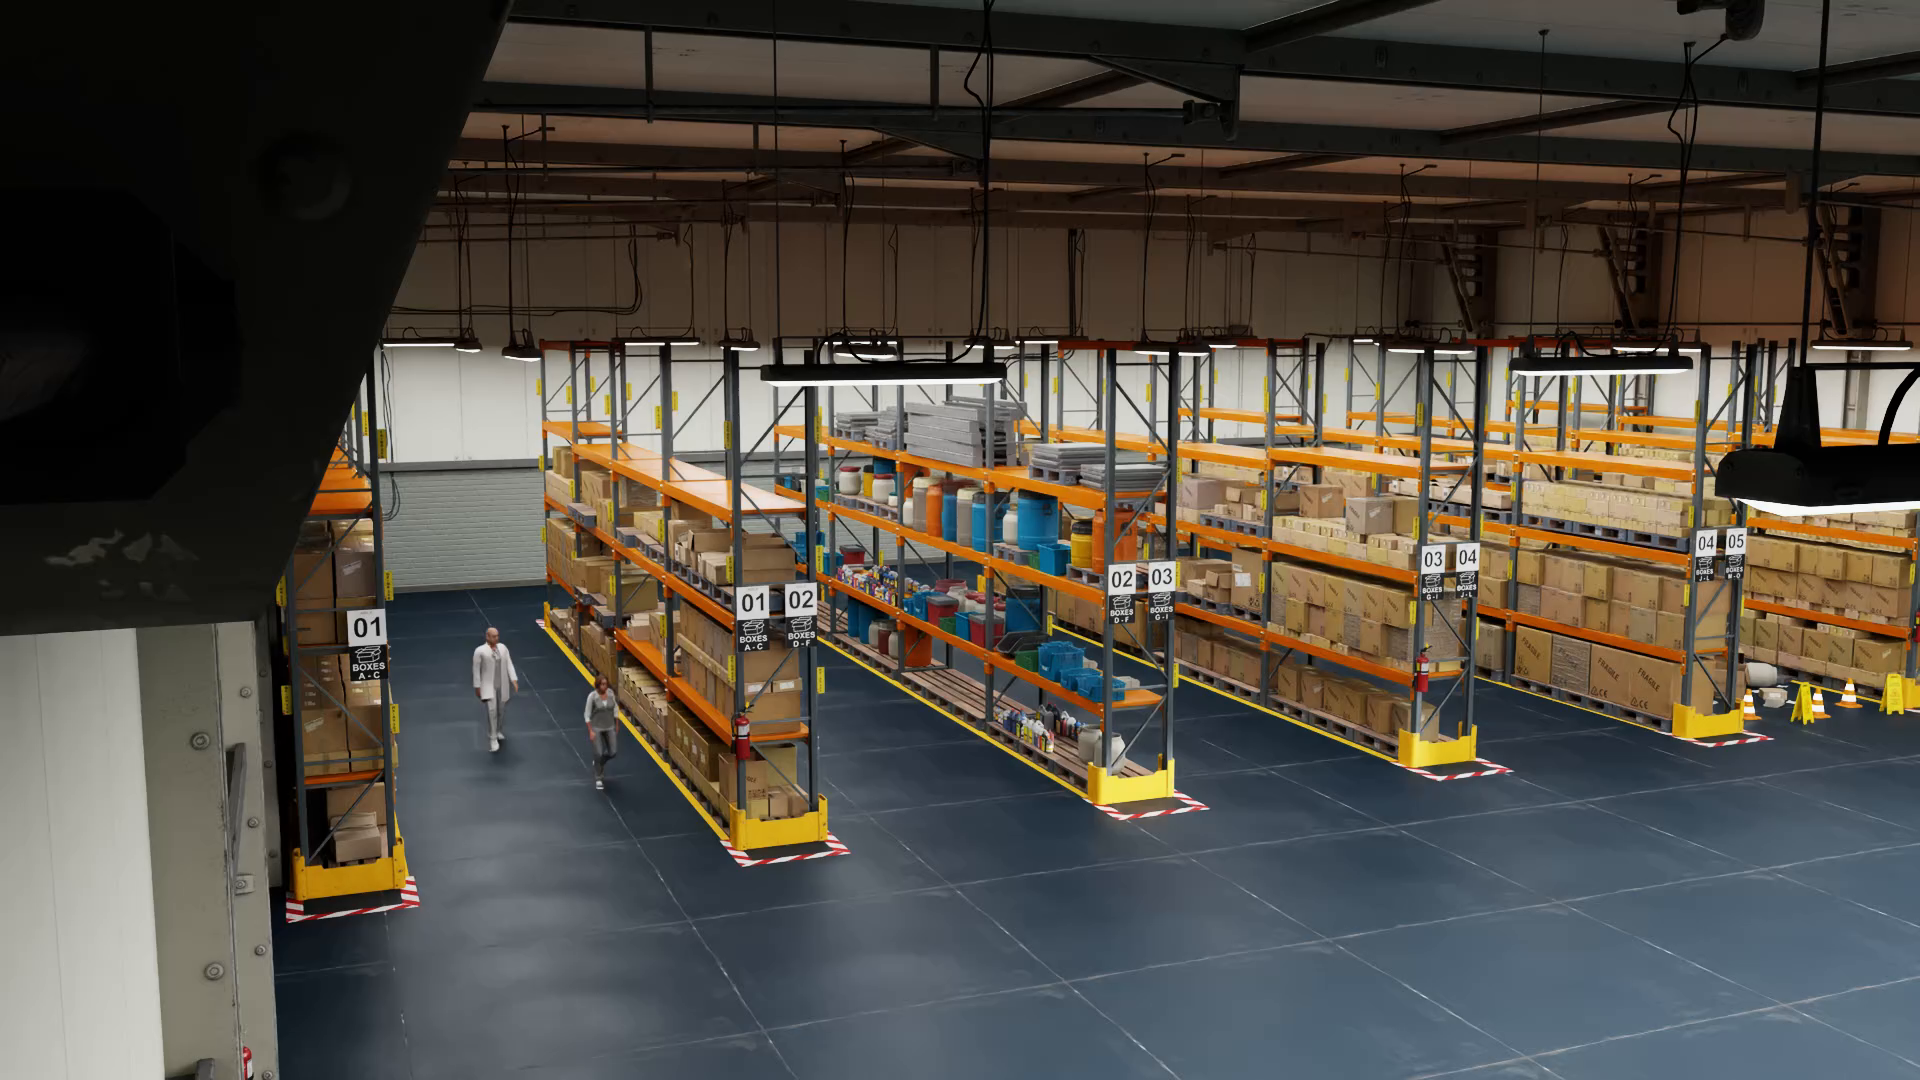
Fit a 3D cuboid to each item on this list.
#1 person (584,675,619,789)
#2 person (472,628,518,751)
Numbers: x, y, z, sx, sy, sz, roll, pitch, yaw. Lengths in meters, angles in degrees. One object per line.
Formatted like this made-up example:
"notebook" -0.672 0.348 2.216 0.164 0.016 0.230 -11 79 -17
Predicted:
"person" -4.933 2.601 22.848 0.503 1.581 0.487 -4 9 -30
"person" -6.967 2.204 25.029 0.638 1.757 0.923 -5 9 -36
